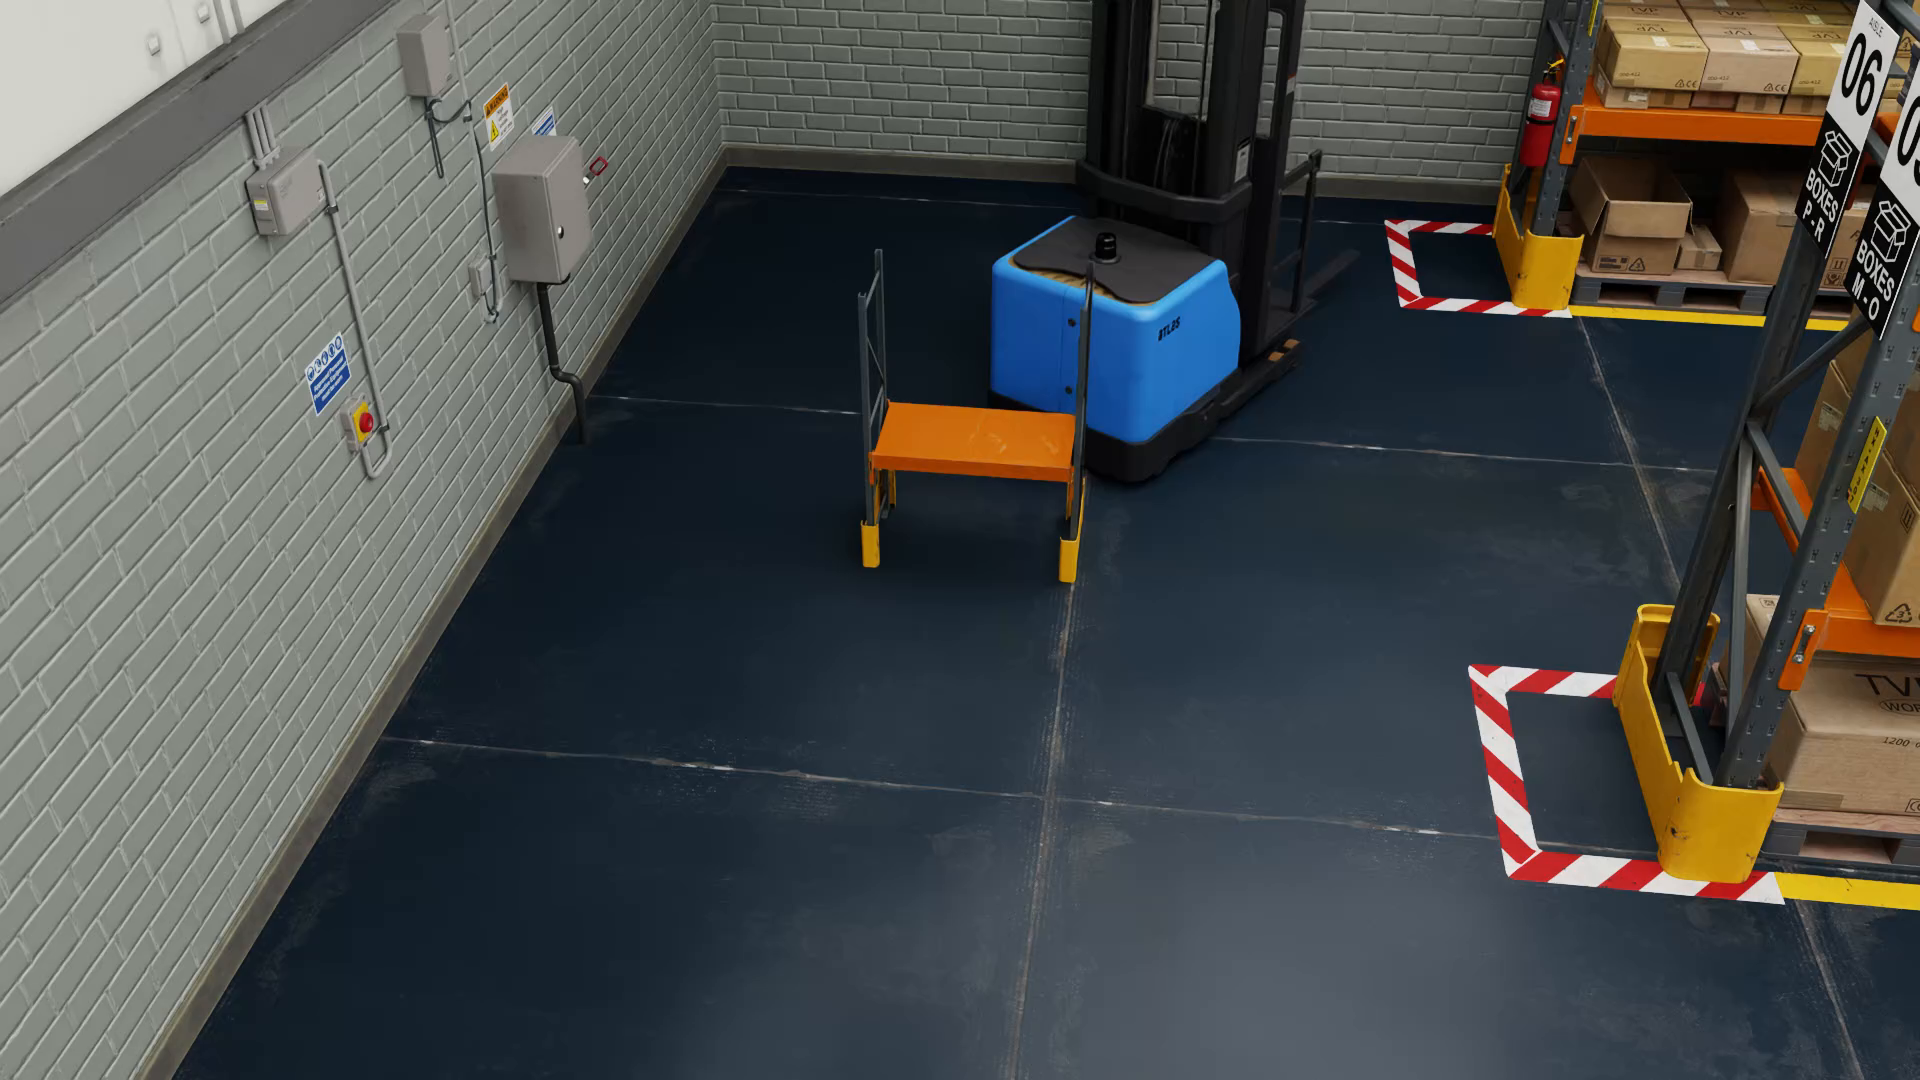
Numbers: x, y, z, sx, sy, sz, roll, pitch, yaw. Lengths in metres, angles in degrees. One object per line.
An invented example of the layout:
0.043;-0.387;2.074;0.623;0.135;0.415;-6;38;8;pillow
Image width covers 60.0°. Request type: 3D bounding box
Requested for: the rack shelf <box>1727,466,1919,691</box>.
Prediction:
5.089;0.257;6.284;4.000;0.370;1.077;4;36;6;rack shelf

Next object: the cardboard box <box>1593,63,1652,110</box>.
4.025;-2.759;10.107;0.250;0.149;0.380;4;36;6;cardboard box

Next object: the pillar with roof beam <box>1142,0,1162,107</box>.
0.626;-3.724;6.079;0.400;9.000;9.100;4;36;6;pillar with roof beam

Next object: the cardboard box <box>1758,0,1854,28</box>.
5.225;-3.145;10.304;0.500;0.250;0.500;5;36;7;cardboard box

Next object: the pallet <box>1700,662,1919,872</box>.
3.908;0.966;7.073;1.213;0.211;1.003;4;36;6;pallet

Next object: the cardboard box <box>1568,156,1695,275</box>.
4.328;-2.099;10.753;0.637;0.503;0.797;3;36;4;cardboard box

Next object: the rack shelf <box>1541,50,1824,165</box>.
5.717;-2.603;10.292;4.000;0.370;1.077;4;36;6;rack shelf

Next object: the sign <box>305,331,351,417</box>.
-2.558;-0.674;6.737;0.001;0.218;0.327;4;36;6;sign

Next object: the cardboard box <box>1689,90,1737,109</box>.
4.548;-2.768;10.119;0.250;0.149;0.380;4;36;5;cardboard box

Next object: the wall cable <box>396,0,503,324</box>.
-2.322;-1.819;7.699;0.122;1.984;0.588;4;36;6;wall cable

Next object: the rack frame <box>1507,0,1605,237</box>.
3.734;-3.044;10.290;0.127;3.000;1.000;4;36;6;rack frame

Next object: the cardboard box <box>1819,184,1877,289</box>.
5.683;-1.915;10.499;0.500;0.500;0.500;5;36;7;cardboard box

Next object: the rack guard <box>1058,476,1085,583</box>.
0.570;-0.059;8.475;0.087;0.250;0.587;4;36;6;rack guard

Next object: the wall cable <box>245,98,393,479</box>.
-2.491;-1.014;6.544;0.123;1.953;0.585;4;36;6;wall cable

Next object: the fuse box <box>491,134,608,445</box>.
-2.079;-1.262;8.903;0.414;1.711;0.539;4;36;6;fuse box

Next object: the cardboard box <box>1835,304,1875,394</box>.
3.614;-0.733;6.105;0.500;0.500;0.500;5;36;8;cardboard box

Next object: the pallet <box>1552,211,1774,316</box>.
4.600;-1.845;11.010;1.213;0.211;1.003;4;36;6;pallet

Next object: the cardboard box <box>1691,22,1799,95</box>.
4.649;-2.878;9.930;0.500;0.250;0.500;5;36;6;cardboard box

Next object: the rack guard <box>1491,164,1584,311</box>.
3.809;-2.021;11.008;0.348;0.500;1.175;4;36;6;rack guard

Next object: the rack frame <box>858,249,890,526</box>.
-0.420;-0.642;8.215;0.032;1.500;0.500;4;36;6;rack frame

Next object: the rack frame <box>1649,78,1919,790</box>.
3.105;-0.184;6.282;0.127;3.000;1.000;4;36;6;rack frame

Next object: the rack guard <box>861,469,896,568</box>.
-0.418;-0.133;8.578;0.087;0.250;0.587;4;36;6;rack guard

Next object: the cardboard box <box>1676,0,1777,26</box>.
4.735;-3.184;10.359;0.500;0.250;0.500;4;36;6;cardboard box

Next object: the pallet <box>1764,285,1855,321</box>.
5.806;-1.753;10.882;1.213;0.211;1.003;4;36;6;pallet

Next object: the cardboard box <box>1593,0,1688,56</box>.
4.224;-3.223;10.414;0.500;0.250;0.500;5;36;7;cardboard box

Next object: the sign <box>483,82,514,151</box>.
-2.291;-2.107;8.266;0.001;0.242;0.339;4;36;6;sign

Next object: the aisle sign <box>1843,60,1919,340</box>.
2.997;-1.080;5.300;0.004;0.787;0.394;4;36;6;aisle sign

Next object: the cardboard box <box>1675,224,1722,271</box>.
4.745;-1.901;10.781;0.250;0.149;0.380;3;36;4;cardboard box

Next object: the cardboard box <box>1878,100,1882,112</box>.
5.296;-2.635;9.934;0.250;0.149;0.380;3;36;5;cardboard box

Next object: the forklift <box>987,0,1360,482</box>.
1.439;-2.307;9.316;1.130;2.935;3.031;24;42;29;forklift

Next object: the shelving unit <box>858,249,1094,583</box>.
0.076;-0.605;8.163;1.083;1.500;0.587;4;36;6;shelving unit

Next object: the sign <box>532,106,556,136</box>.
-2.221;-2.048;8.976;0.001;0.494;0.329;4;36;6;sign

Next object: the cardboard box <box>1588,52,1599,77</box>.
4.096;-3.072;10.545;0.250;0.149;0.380;4;36;5;cardboard box

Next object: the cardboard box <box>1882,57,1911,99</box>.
5.662;-2.817;9.845;0.500;0.250;0.500;3;36;5;cardboard box

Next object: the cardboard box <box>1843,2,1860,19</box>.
5.744;-3.106;10.250;0.500;0.250;0.500;4;36;6;cardboard box

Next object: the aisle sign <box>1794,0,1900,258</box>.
3.073;-1.426;5.785;0.004;0.787;0.394;4;36;6;aisle sign

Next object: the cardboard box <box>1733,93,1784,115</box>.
4.791;-2.714;10.043;0.250;0.149;0.380;5;36;7;cardboard box

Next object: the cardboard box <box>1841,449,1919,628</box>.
3.545;-0.023;5.972;0.500;0.500;0.500;4;36;6;cardboard box

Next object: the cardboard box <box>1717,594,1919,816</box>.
3.772;0.680;6.917;0.875;0.438;0.875;3;36;4;cardboard box

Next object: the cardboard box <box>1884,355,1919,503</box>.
3.545;-0.432;5.683;0.500;0.500;0.500;4;36;5;cardboard box

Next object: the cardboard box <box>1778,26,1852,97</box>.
5.153;-2.842;9.881;0.500;0.250;0.500;4;36;5;cardboard box

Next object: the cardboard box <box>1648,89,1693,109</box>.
4.283;-2.767;10.118;0.250;0.149;0.380;5;36;7;cardboard box

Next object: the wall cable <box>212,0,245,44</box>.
-2.573;-2.884;4.902;0.029;3.000;0.463;4;36;6;wall cable

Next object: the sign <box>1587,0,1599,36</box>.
3.665;-3.084;9.600;0.005;0.325;0.100;4;36;6;sign

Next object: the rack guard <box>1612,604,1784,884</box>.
3.081;0.832;7.011;0.348;0.500;1.175;4;36;6;rack guard

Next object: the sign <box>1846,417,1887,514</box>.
3.028;-0.249;5.560;0.005;0.325;0.100;4;36;6;sign

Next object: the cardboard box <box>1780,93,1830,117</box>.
5.055;-2.697;10.020;0.250;0.149;0.380;5;36;7;cardboard box

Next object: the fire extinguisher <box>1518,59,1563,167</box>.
3.529;-2.605;10.063;0.183;0.674;0.296;4;36;6;fire extinguisher

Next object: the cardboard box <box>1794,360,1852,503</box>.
3.617;-0.341;6.417;0.500;0.500;0.500;4;36;6;cardboard box

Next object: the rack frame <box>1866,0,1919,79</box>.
3.105;-2.625;4.539;0.127;3.000;1.000;4;36;6;rack frame

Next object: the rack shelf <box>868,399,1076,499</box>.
0.085;-0.458;8.267;1.000;0.185;0.538;4;36;6;rack shelf

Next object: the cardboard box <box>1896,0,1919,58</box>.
5.637;-3.110;9.609;0.500;0.500;0.500;5;36;7;cardboard box

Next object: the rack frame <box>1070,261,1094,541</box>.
0.589;-0.567;8.110;0.032;1.500;0.500;4;36;6;rack frame

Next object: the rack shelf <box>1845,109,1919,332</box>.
5.089;-0.964;5.412;4.000;0.370;1.077;4;36;6;rack shelf

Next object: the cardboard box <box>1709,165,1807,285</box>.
5.171;-2.012;10.634;0.500;0.500;0.700;6;36;8;cardboard box

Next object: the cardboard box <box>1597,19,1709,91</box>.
4.149;-2.915;9.982;0.500;0.250;0.500;4;36;6;cardboard box

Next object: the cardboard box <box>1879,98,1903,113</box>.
5.560;-2.628;9.923;0.250;0.149;0.380;5;36;7;cardboard box

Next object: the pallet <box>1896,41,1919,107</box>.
3.842;-1.320;5.368;1.213;0.211;1.003;4;36;6;pallet
